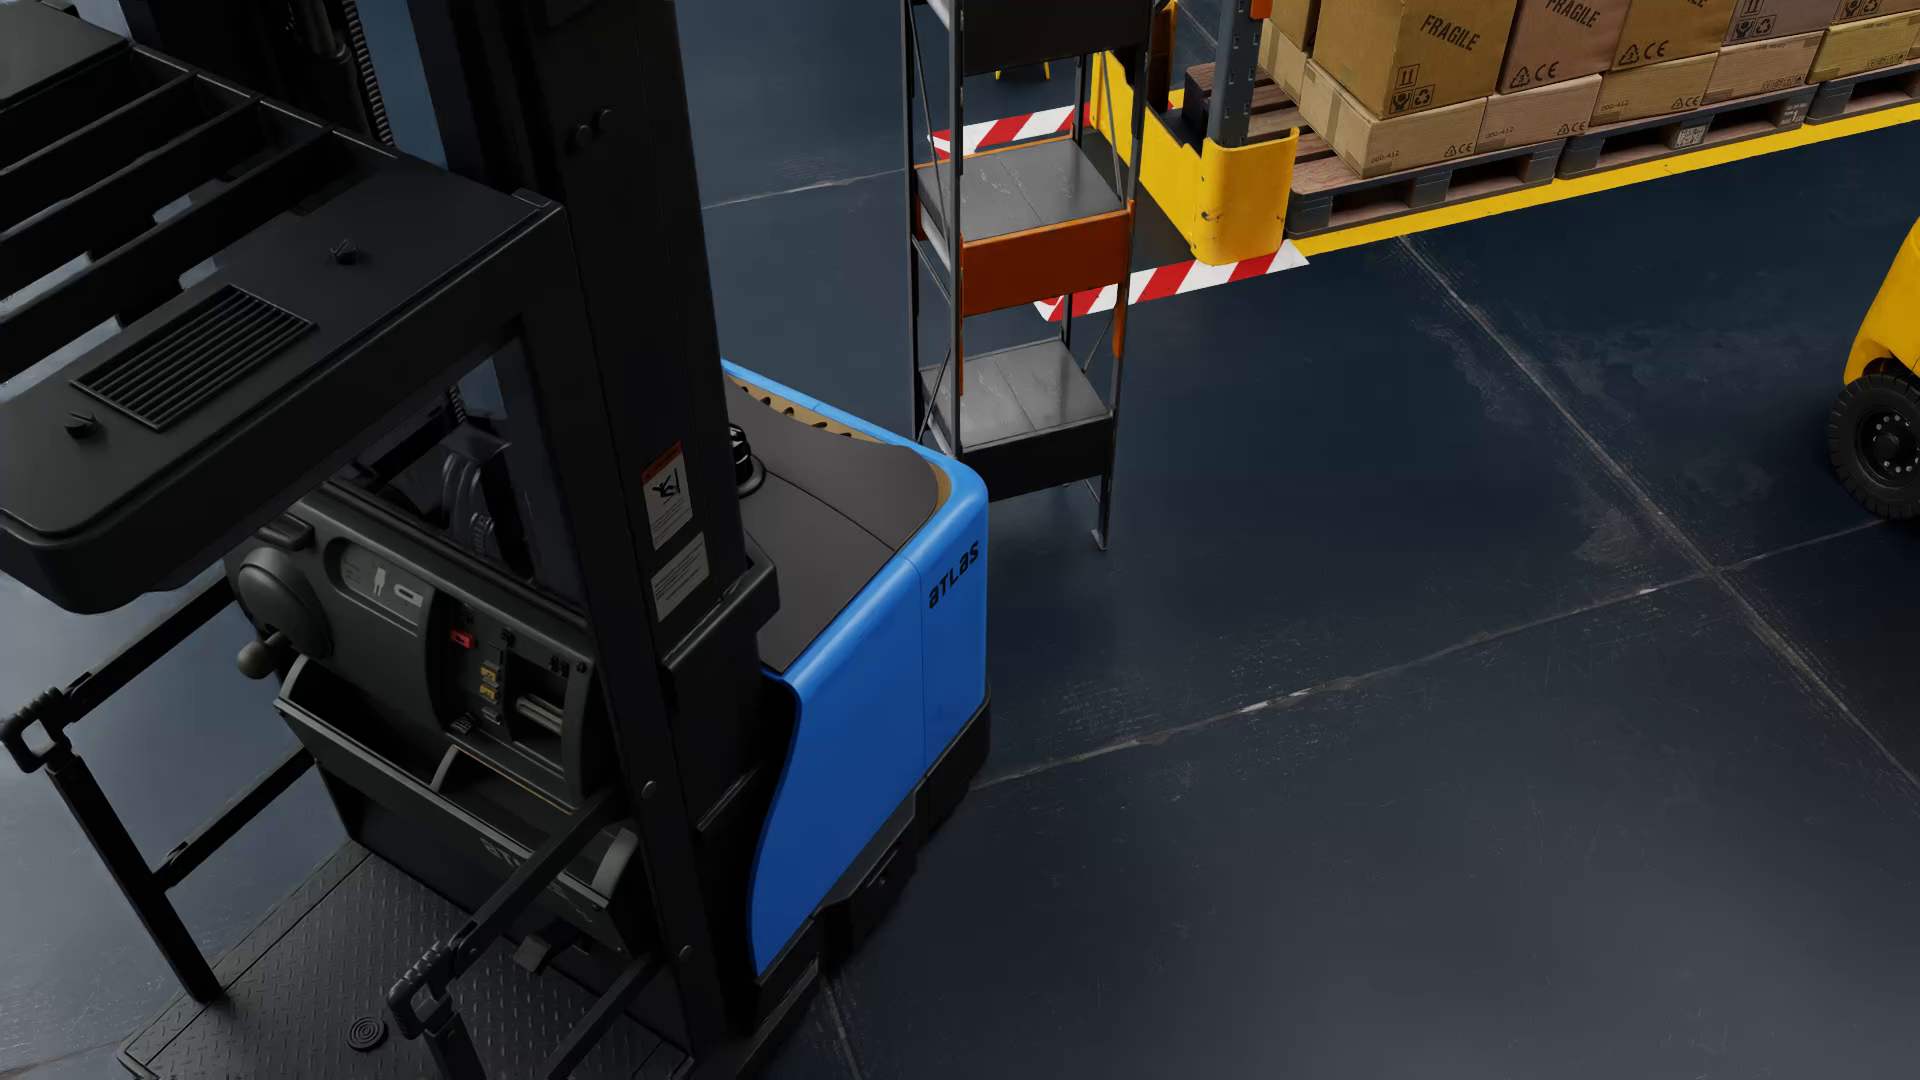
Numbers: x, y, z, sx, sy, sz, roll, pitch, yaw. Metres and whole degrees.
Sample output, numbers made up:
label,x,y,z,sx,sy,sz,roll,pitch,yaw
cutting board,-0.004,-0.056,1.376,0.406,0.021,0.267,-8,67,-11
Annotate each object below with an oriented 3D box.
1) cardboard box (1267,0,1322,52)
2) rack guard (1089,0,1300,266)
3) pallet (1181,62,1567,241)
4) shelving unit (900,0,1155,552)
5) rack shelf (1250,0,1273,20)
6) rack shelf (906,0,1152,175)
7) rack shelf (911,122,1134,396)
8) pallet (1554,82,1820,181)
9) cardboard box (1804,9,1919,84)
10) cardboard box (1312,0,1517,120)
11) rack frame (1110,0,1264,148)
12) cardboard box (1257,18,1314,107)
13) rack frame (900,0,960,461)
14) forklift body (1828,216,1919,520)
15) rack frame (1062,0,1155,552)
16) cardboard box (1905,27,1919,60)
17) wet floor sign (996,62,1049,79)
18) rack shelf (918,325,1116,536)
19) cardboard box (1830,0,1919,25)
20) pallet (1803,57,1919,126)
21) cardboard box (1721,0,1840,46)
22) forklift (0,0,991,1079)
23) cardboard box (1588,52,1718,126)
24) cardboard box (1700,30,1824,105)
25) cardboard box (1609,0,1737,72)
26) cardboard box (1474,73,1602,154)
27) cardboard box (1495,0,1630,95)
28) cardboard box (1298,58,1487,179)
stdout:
label,x,y,z,sx,sy,sz,roll,pitch,yaw
cardboard box,1.481,-2.302,6.542,0.500,0.500,0.500,-14,47,-14
rack guard,0.888,-1.630,6.521,0.348,0.500,1.175,-14,47,-14
pallet,1.664,-1.699,6.795,1.213,0.211,1.003,-14,47,-14
shelving unit,0.156,-0.781,4.546,0.503,2.100,0.431,-14,47,-14
rack shelf,2.698,-2.721,6.352,4.000,0.370,1.077,-14,47,-14
rack shelf,0.156,-1.266,4.060,0.480,0.518,0.431,-14,47,-14
rack shelf,0.156,-0.771,4.556,0.480,0.518,0.431,-14,47,-14
pallet,2.810,-1.990,7.085,1.213,0.211,1.003,-14,47,-14
cardboard box,3.617,-2.177,6.947,0.500,0.250,0.500,-15,47,-15
cardboard box,1.691,-1.952,6.193,0.500,0.500,0.500,-16,47,-15
rack frame,0.816,-2.494,5.618,0.127,3.000,1.000,-14,47,-14
cardboard box,1.508,-2.051,6.821,0.500,0.250,0.500,-15,47,-14
rack frame,-0.074,-0.722,4.487,0.015,2.100,0.400,-14,47,-14
forklift body,3.669,-0.560,4.289,1.214,2.155,2.313,-14,47,-14
rack frame,0.385,-0.840,4.604,0.015,2.100,0.400,-14,47,-14
cardboard box,4.114,-2.312,7.081,0.500,0.250,0.500,-12,46,-12
wet floor sign,0.274,-2.330,7.116,0.232,0.644,0.267,0,45,0
rack shelf,0.156,-0.277,5.051,0.480,0.518,0.431,-14,47,-14
cardboard box,3.636,-2.453,6.693,0.500,0.500,0.500,-14,47,-13
pallet,3.959,-2.286,7.380,1.213,0.211,1.003,-14,47,-14
cardboard box,3.156,-2.330,6.570,0.500,0.500,0.500,-12,46,-12
forklift,-1.138,0.262,2.919,1.130,2.935,3.031,24,50,22
cardboard box,2.661,-1.938,6.709,0.500,0.250,0.500,-11,46,-11
cardboard box,3.137,-2.058,6.828,0.500,0.250,0.500,-14,47,-13
cardboard box,2.656,-2.196,6.436,0.500,0.500,0.500,-13,47,-13
cardboard box,2.152,-1.799,6.570,0.500,0.250,0.500,-13,46,-12
cardboard box,2.182,-2.081,6.321,0.500,0.500,0.500,-16,47,-15
cardboard box,1.669,-1.681,6.452,0.500,0.250,0.500,-15,47,-14
